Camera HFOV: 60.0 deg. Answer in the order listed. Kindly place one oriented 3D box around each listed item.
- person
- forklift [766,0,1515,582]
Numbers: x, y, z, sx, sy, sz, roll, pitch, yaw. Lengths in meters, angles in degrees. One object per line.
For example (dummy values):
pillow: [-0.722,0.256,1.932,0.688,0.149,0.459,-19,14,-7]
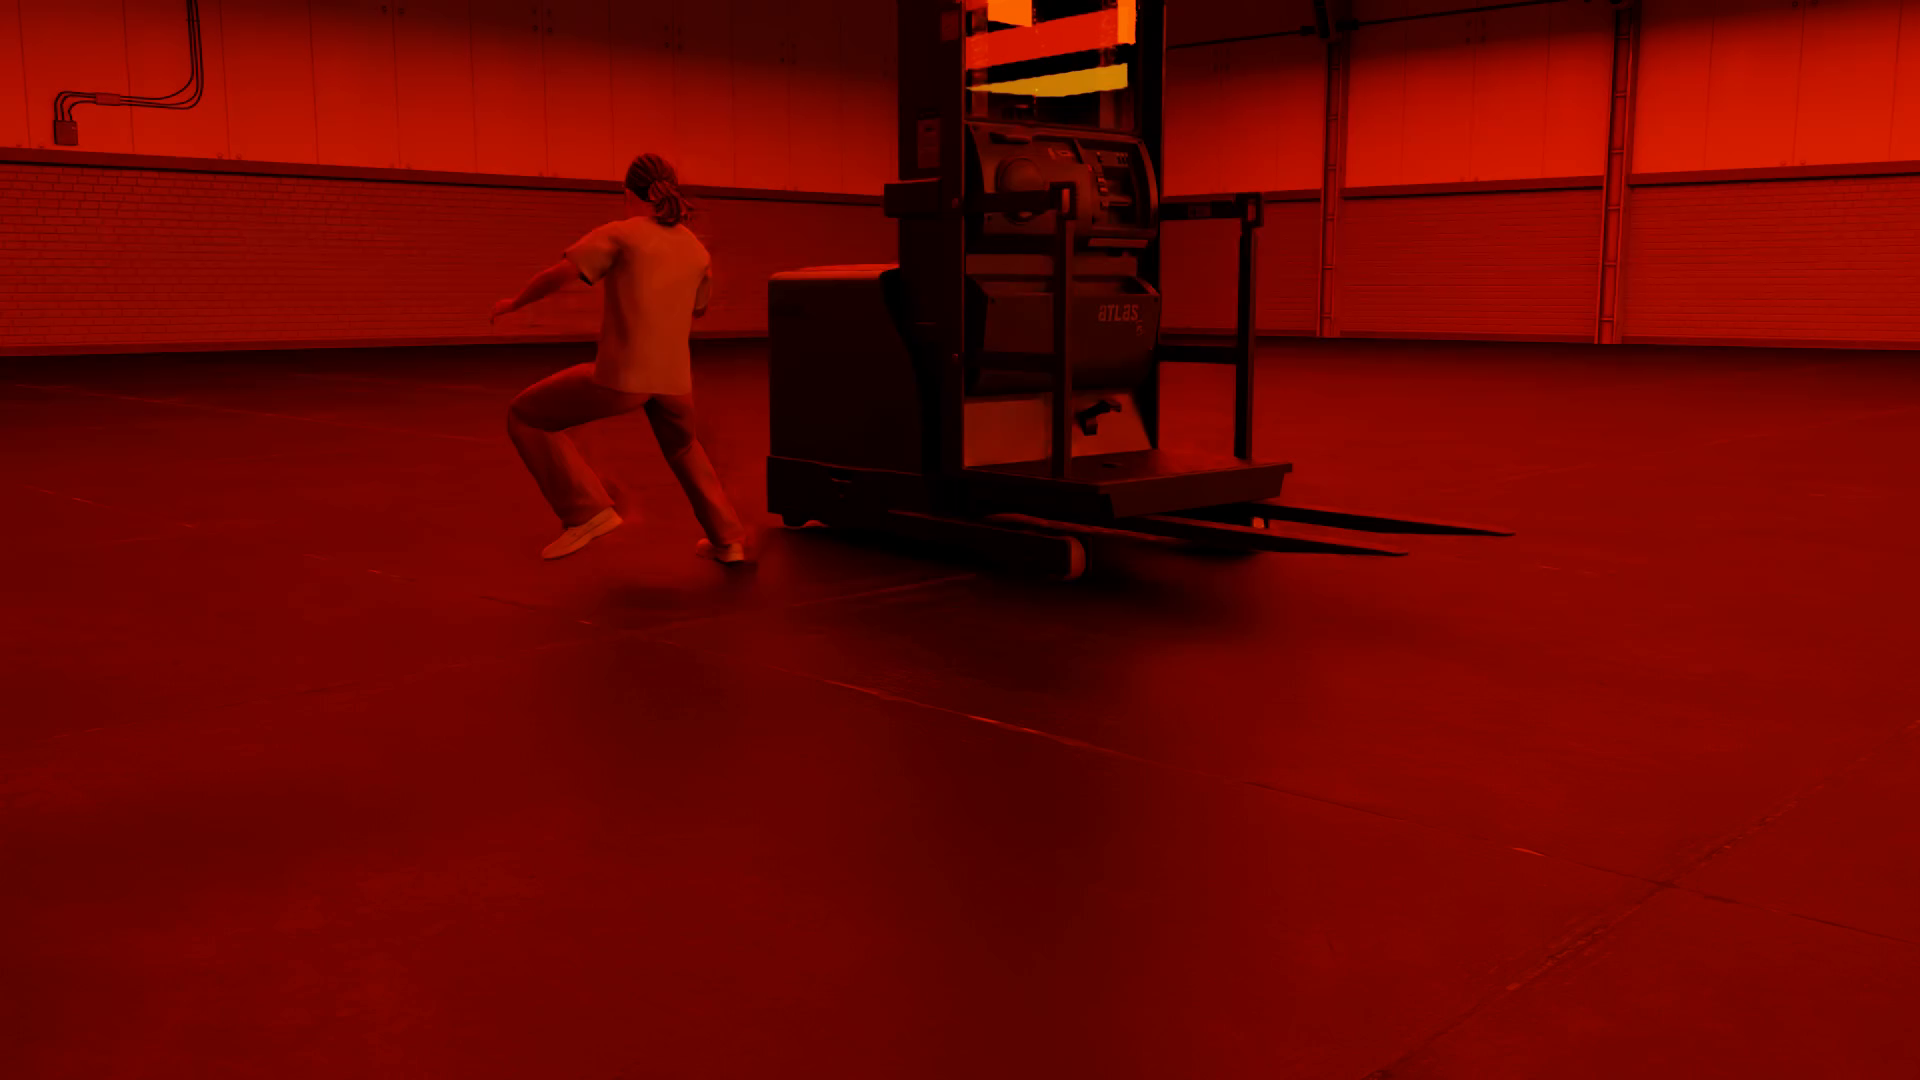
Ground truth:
person: [-1.190,-0.619,5.905,0.871,1.469,0.688,-6,11,-36]
forklift: [0.540,-1.387,6.087,1.130,2.935,3.031,-8,11,-41]
